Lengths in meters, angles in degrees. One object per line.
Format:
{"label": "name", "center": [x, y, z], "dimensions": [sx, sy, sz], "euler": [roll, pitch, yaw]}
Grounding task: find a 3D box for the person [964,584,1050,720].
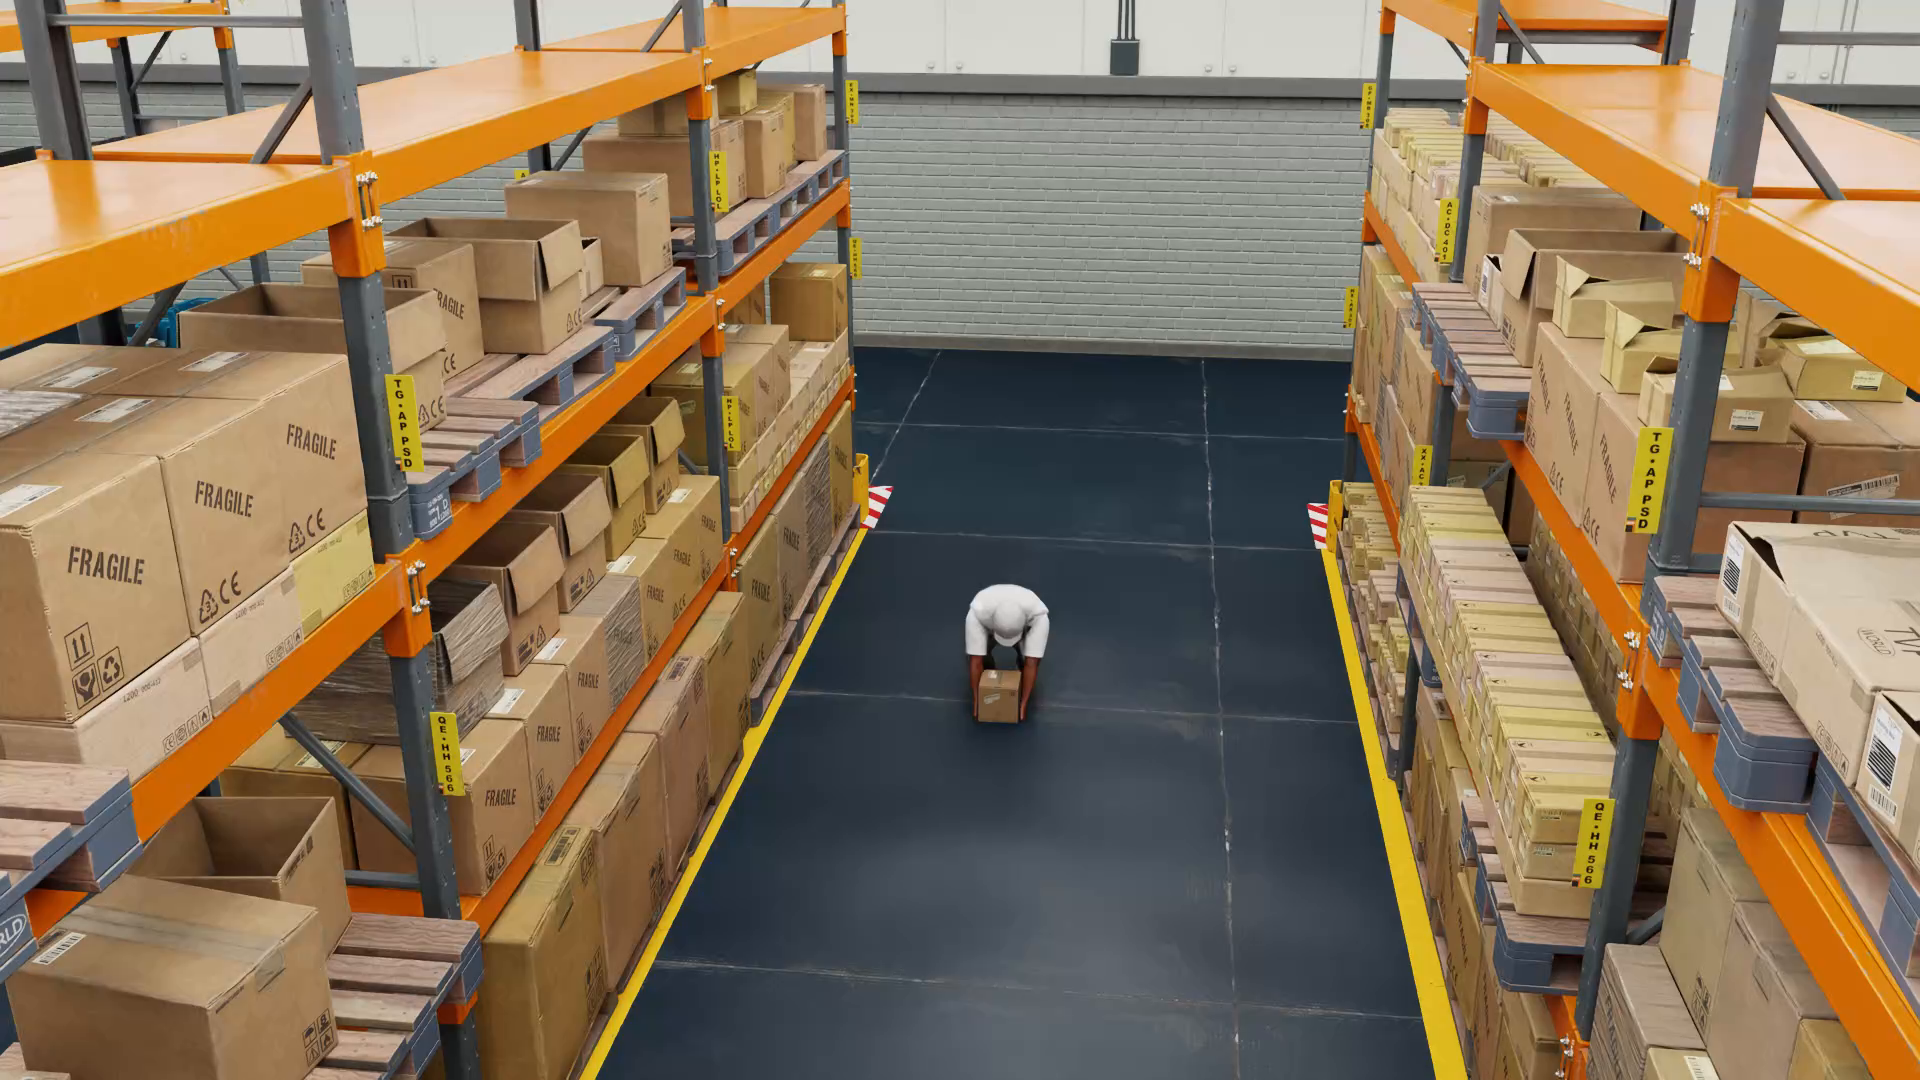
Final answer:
{"label": "person", "center": [0.309, 0.671, 10.773], "dimensions": [0.549, 0.900, 0.926], "euler": [2, 21, 6]}
